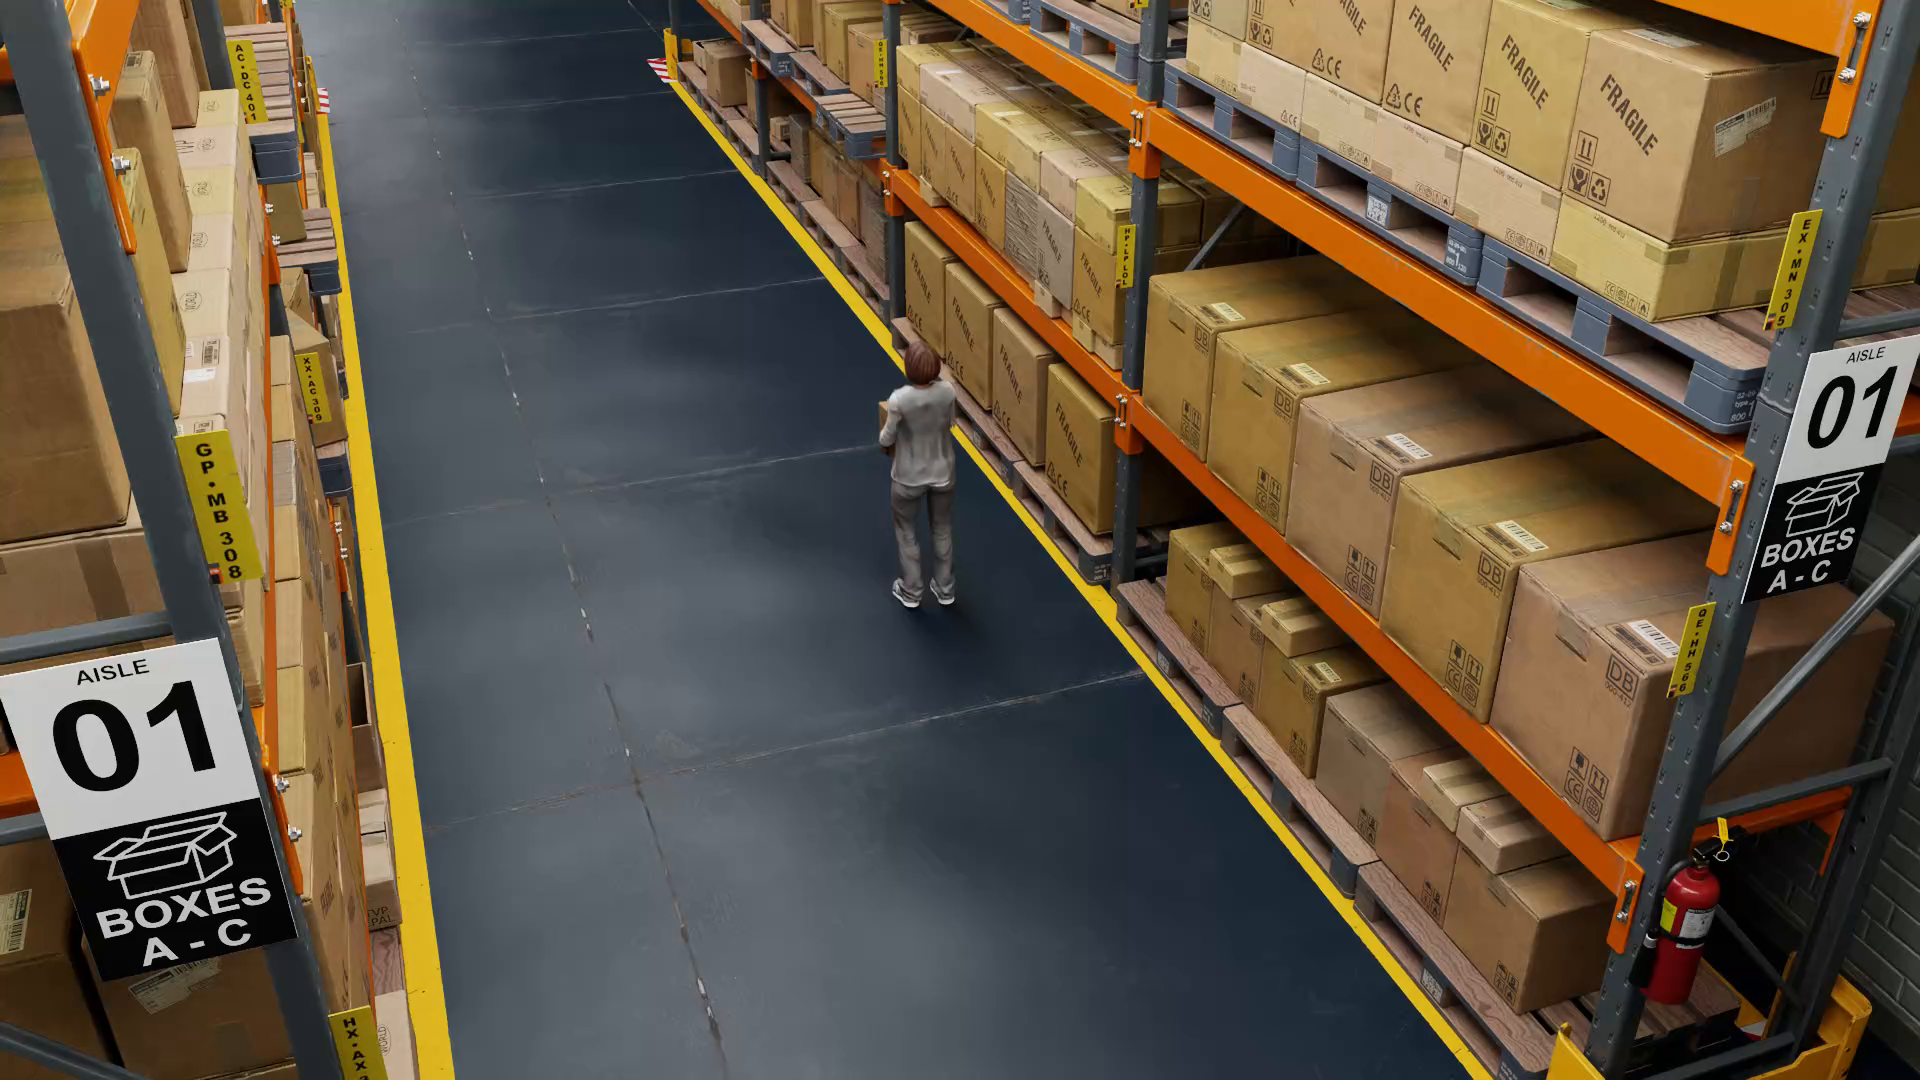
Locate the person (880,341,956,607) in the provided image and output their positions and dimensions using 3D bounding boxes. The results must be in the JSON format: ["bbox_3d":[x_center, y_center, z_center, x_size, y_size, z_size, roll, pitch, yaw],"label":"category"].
[{"bbox_3d":[-0.229,-0.382,8.996,0.419,1.594,0.492,-10,32,-17],"label":"person"}]
